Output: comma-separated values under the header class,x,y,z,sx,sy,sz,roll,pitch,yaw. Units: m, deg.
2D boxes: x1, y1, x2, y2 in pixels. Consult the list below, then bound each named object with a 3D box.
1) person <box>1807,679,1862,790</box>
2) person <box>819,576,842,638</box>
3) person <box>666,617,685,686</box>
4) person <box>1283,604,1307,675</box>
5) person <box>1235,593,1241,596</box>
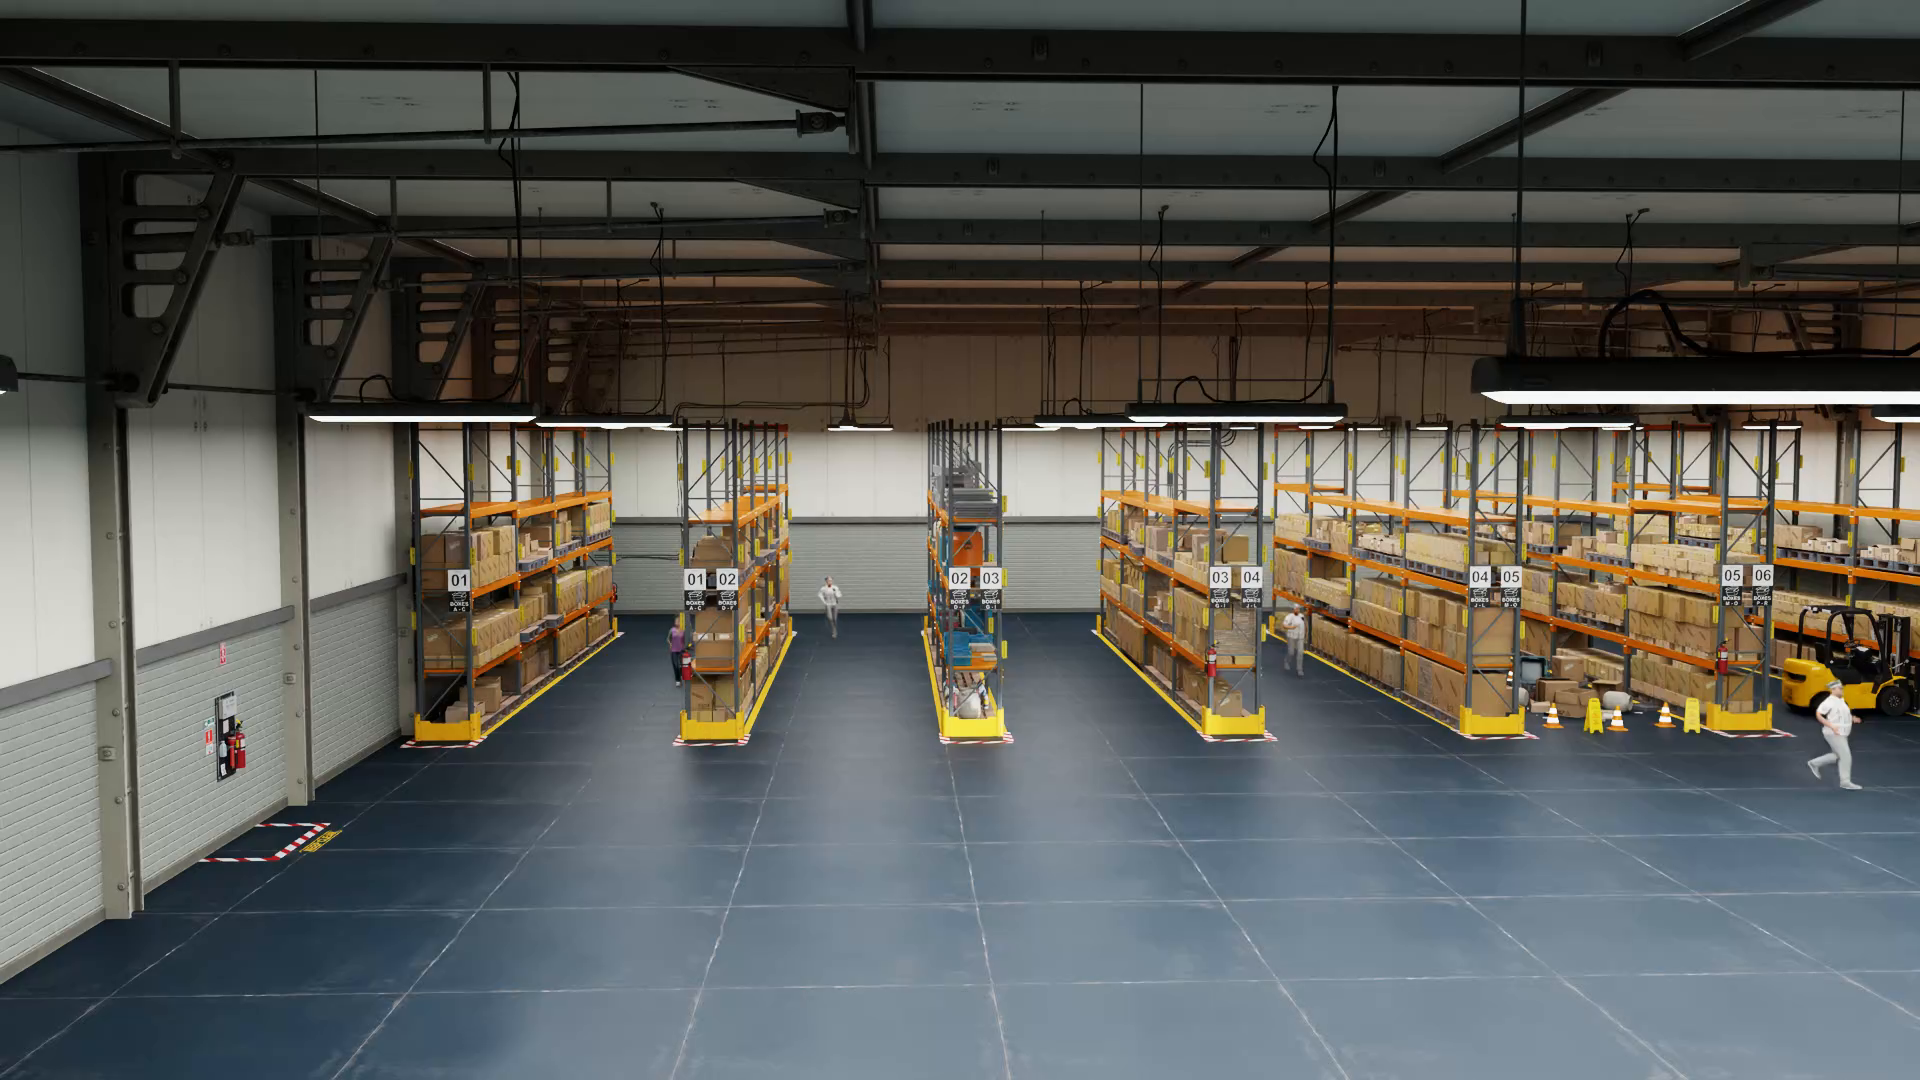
class,x,y,z,sx,sy,sz,roll,pitch,yaw
person,14.157,3.118,26.908,0.676,1.751,0.885,-3,5,-43
person,-3.655,1.883,46.899,0.604,1.749,0.759,-1,4,-15
person,-6.388,2.531,37.673,0.529,1.554,0.549,0,4,-4
person,7.978,2.337,39.599,0.637,1.657,0.907,-1,4,-9
person,8.092,1.831,47.993,0.721,1.619,0.953,3,5,36
